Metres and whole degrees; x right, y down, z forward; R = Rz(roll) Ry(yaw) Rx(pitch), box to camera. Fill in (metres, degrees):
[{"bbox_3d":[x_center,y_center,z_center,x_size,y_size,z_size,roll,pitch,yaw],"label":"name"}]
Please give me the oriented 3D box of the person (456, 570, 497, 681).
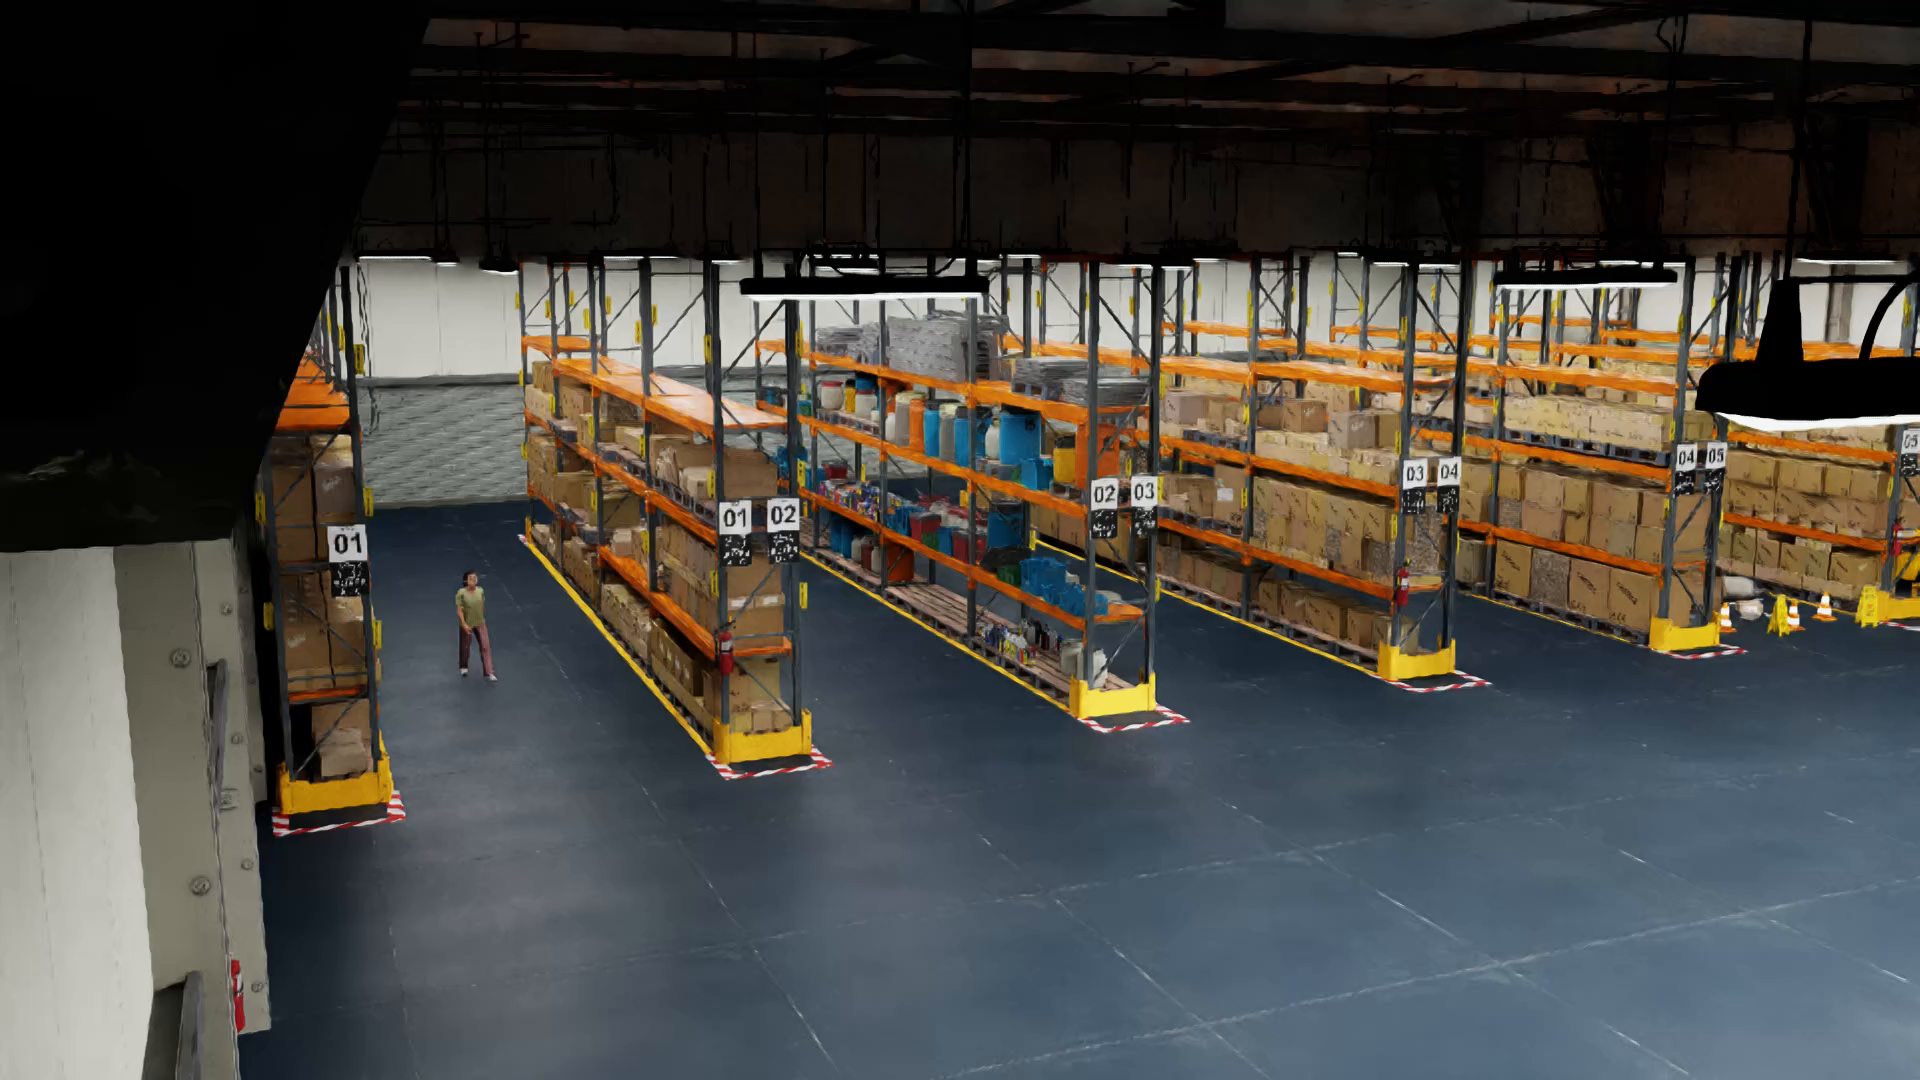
[{"bbox_3d":[-7.009,1.210,23.888,0.446,1.604,1.018,-6,12,-30],"label":"person"}]
